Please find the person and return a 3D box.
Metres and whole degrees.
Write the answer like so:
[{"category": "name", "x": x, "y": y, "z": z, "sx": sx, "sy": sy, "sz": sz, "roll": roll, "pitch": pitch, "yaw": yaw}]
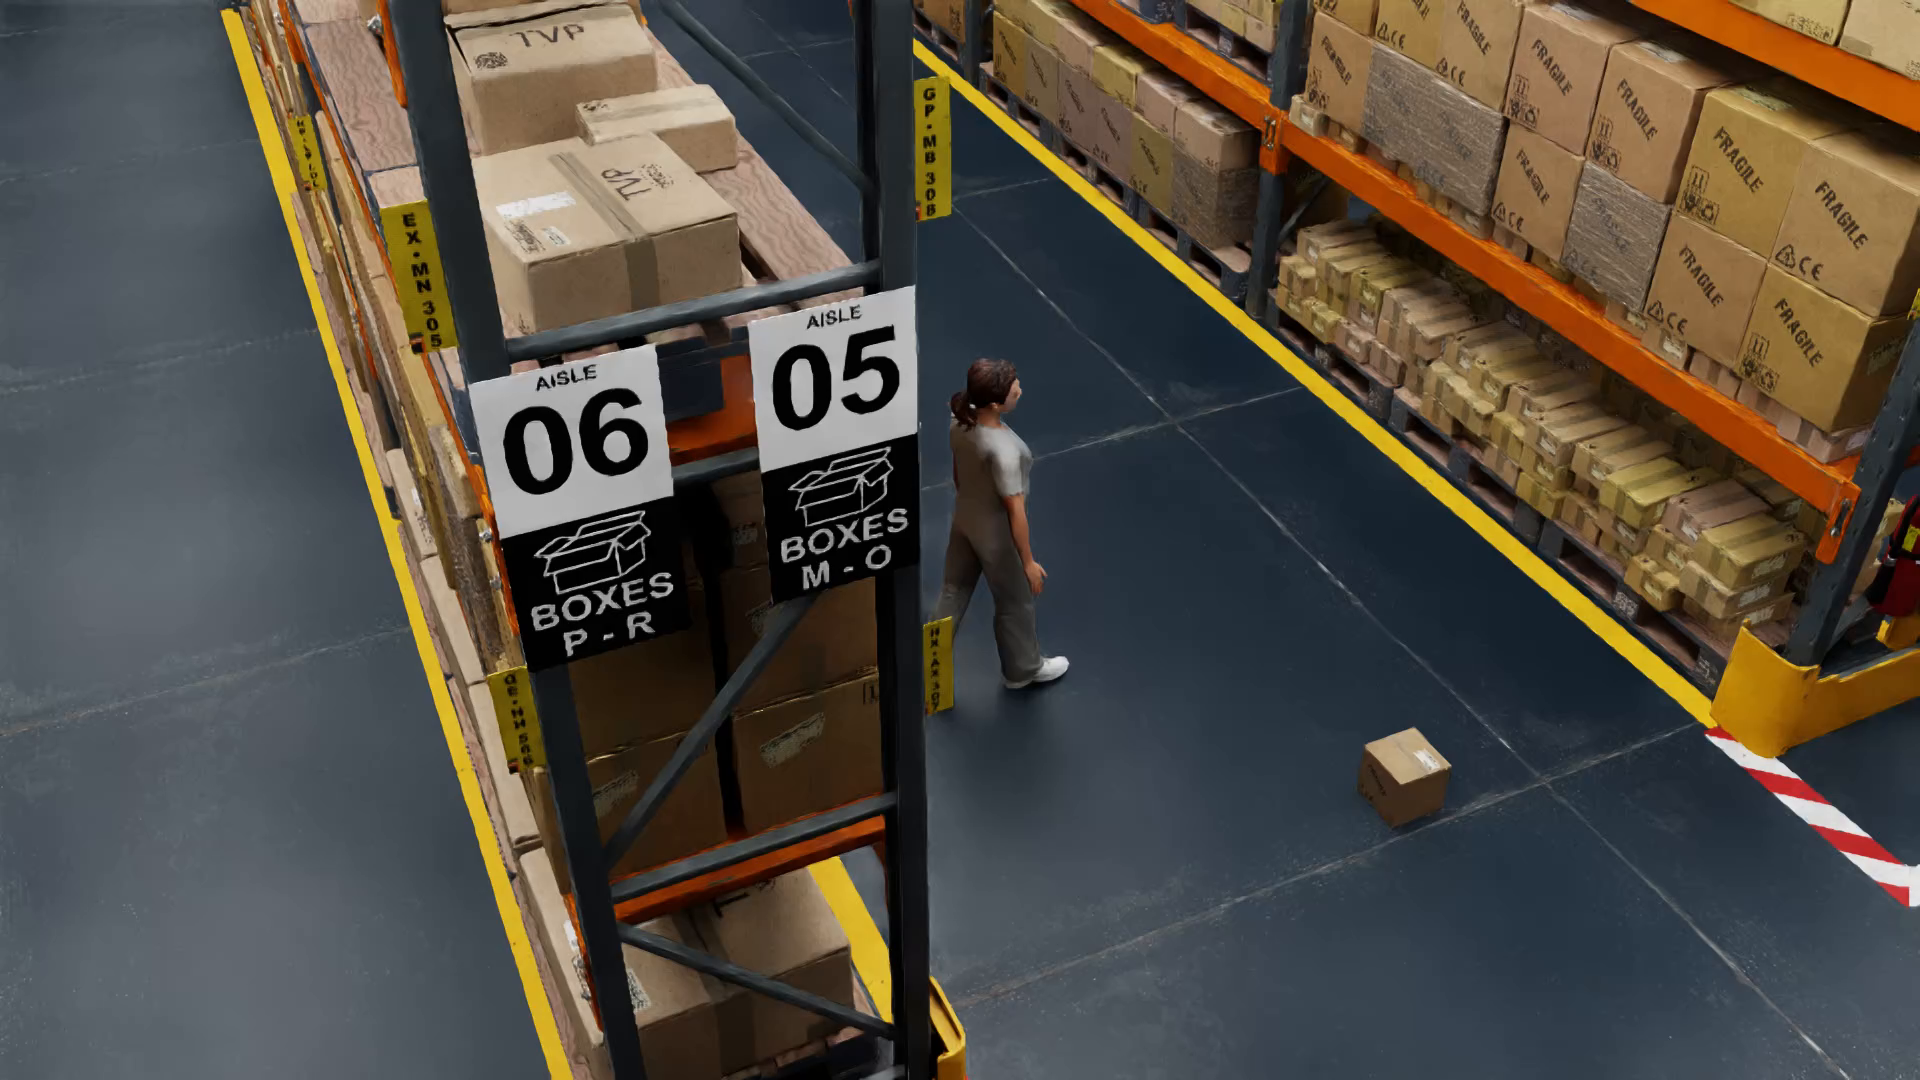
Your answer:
[{"category": "person", "x": 0.150, "y": -0.032, "z": 6.888, "sx": 0.642, "sy": 1.664, "sz": 0.668, "roll": -22, "pitch": 43, "yaw": -27}]
